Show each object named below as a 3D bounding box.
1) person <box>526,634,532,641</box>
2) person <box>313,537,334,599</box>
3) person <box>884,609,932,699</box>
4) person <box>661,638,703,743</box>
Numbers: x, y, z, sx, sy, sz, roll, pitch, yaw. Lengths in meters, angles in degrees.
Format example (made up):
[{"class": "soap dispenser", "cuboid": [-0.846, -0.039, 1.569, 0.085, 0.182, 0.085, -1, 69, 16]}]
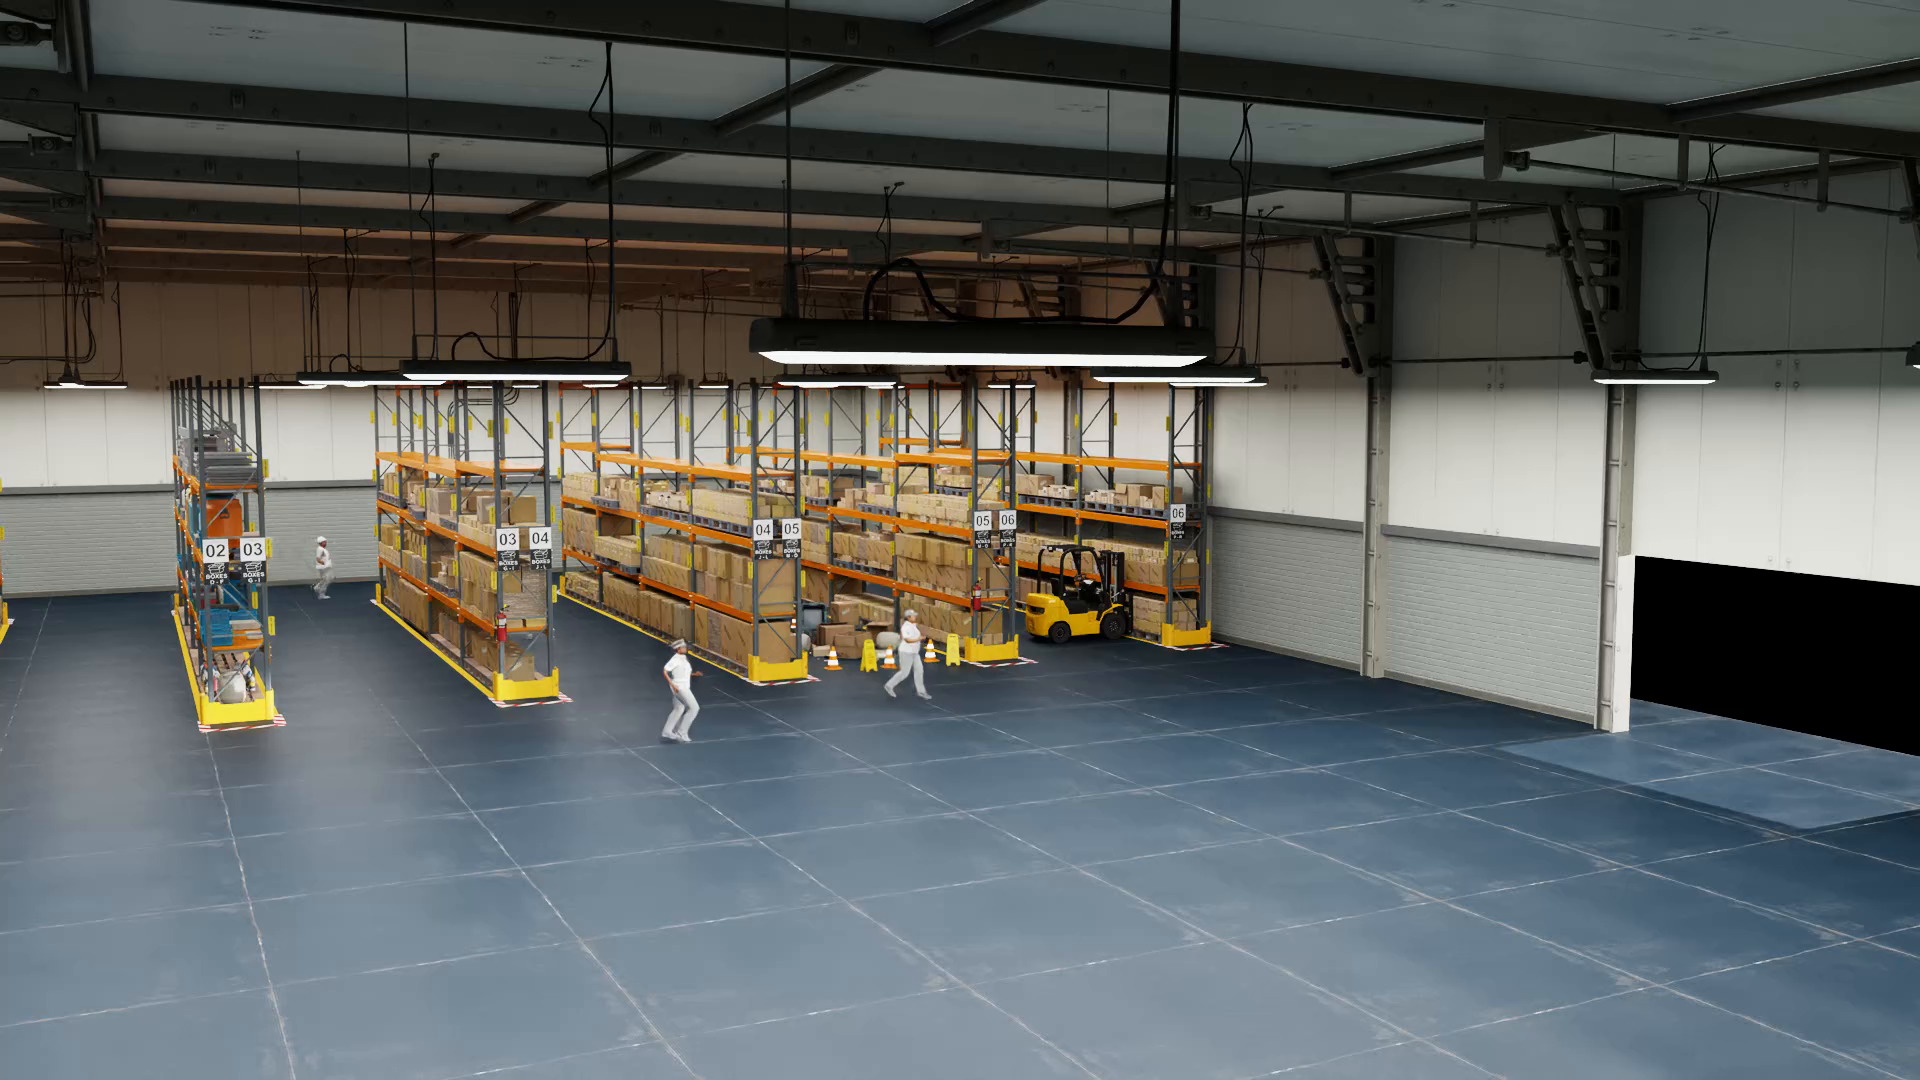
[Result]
[{"class": "person", "cuboid": [-9.942, 1.505, 38.604, 0.532, 1.623, 0.636, -3, 6, -31]}, {"class": "person", "cuboid": [-17.589, 0.770, 45.927, 0.587, 1.735, 0.657, -1, 5, -14]}, {"class": "person", "cuboid": [-0.968, 2.122, 30.957, 0.903, 1.673, 0.632, 1, 5, 14]}, {"class": "person", "cuboid": [-4.554, 2.465, 27.217, 0.704, 1.724, 0.541, 0, 5, -4]}]
